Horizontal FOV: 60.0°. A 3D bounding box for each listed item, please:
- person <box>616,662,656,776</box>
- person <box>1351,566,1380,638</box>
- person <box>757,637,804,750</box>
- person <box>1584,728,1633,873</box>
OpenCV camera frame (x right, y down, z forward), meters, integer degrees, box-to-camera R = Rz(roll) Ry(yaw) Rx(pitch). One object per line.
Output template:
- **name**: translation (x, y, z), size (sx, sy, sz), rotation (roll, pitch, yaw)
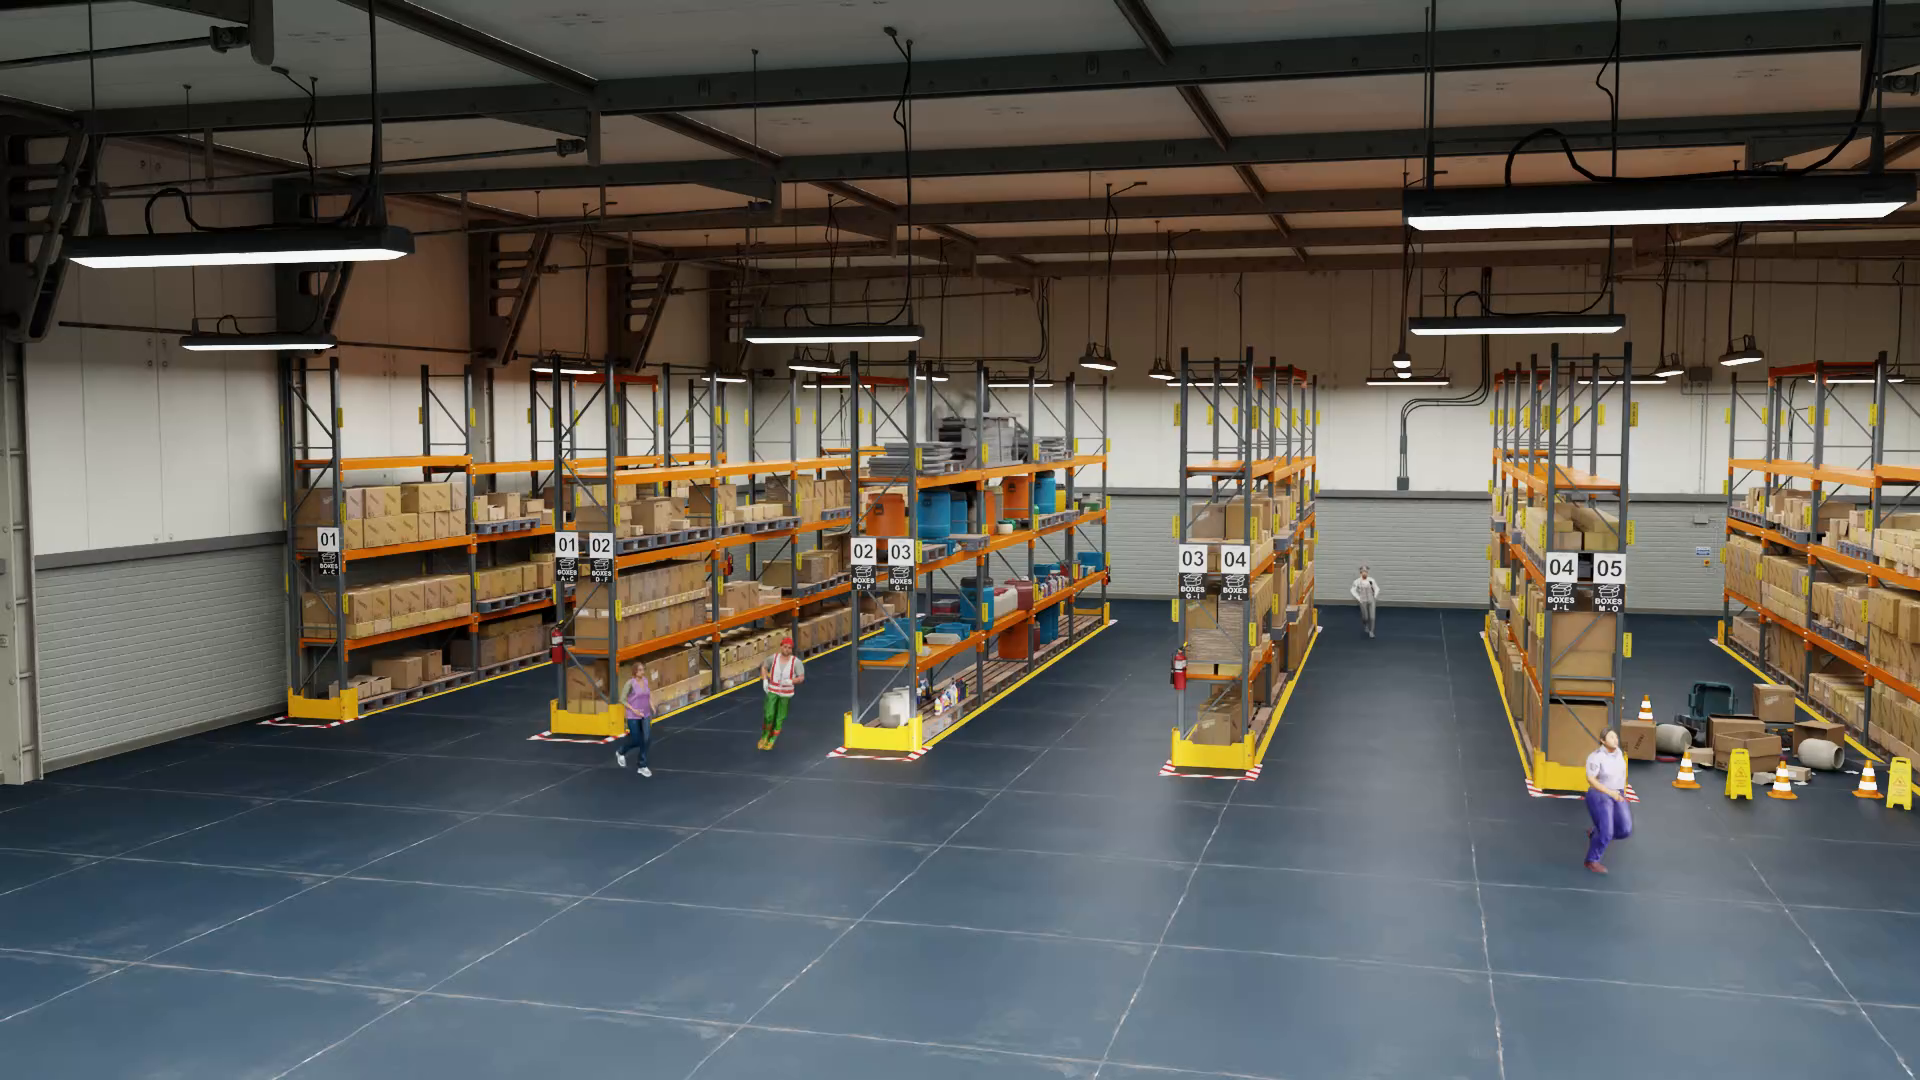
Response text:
- **person**: translation (-4.564, 2.505, 23.432), size (0.668, 1.594, 0.566), rotation (4, 6, 41)
- **person**: translation (9.268, 1.401, 37.976), size (0.641, 1.638, 0.586), rotation (0, 4, 2)
- **person**: translation (-2.696, 2.302, 24.976), size (0.722, 1.707, 0.631), rotation (0, 4, -5)
- **person**: translation (7.155, 2.866, 18.363), size (0.624, 1.609, 0.615), rotation (-2, 5, -27)
